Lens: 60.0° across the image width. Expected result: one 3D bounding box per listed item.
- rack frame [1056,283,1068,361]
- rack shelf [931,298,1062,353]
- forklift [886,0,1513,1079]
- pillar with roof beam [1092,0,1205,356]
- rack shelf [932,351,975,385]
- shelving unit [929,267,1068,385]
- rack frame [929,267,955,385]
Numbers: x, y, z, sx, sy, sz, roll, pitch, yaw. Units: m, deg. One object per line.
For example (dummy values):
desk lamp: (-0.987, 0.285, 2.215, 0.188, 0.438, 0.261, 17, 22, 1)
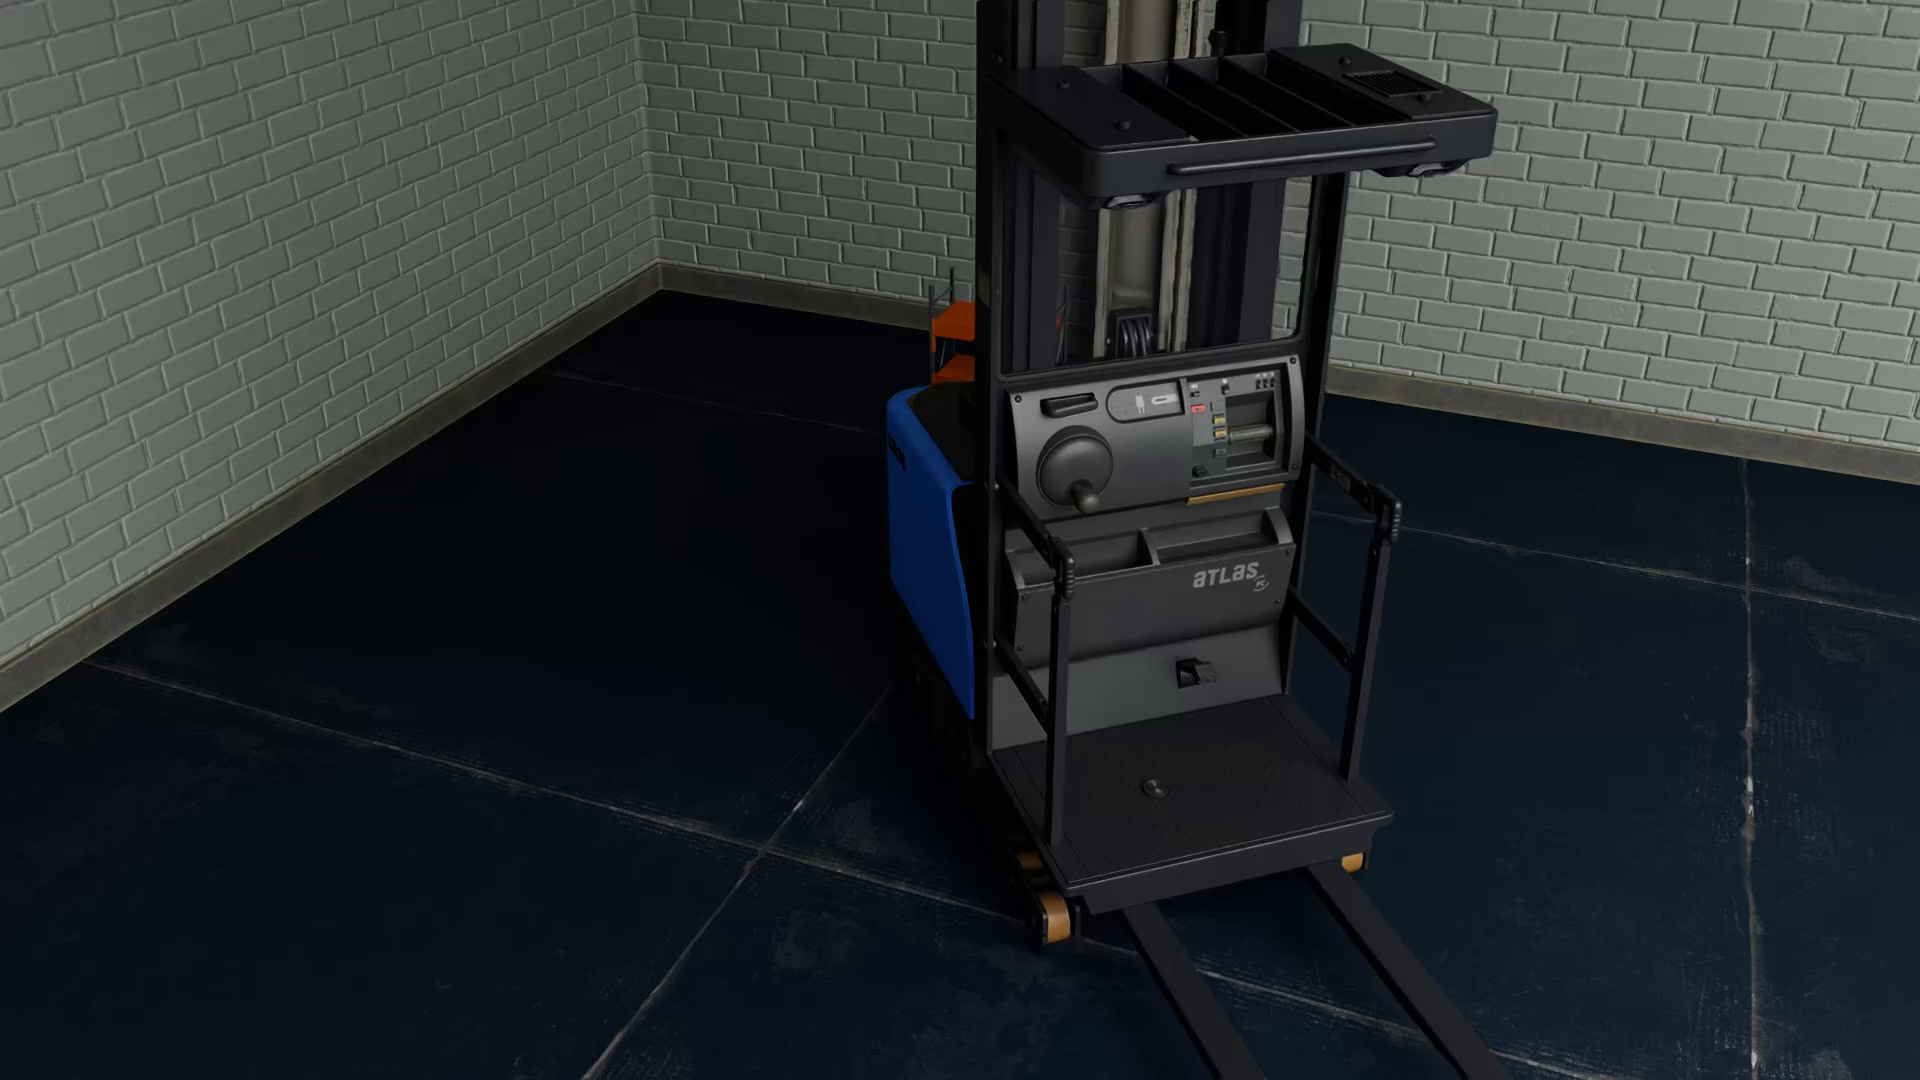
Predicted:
rack frame: (0.379, -0.447, 6.821, 0.015, 1.200, 0.240, 11, 31, 19)
rack shelf: (0.153, -0.834, 6.707, 0.480, 0.148, 0.258, 11, 31, 19)
forklift: (0.661, -0.271, 4.750, 1.130, 2.935, 3.031, -9, 31, -16)
pillar with roof beam: (-0.688, -2.845, 3.139, 0.400, 9.000, 9.100, 11, 31, 19)
rack shelf: (0.153, -0.628, 6.824, 0.480, 0.148, 0.258, 11, 31, 19)
shelving unit: (0.153, -0.492, 6.901, 0.503, 1.200, 0.258, 11, 31, 19)
rack frame: (-0.073, -0.537, 6.980, 0.015, 1.200, 0.240, 11, 31, 19)
